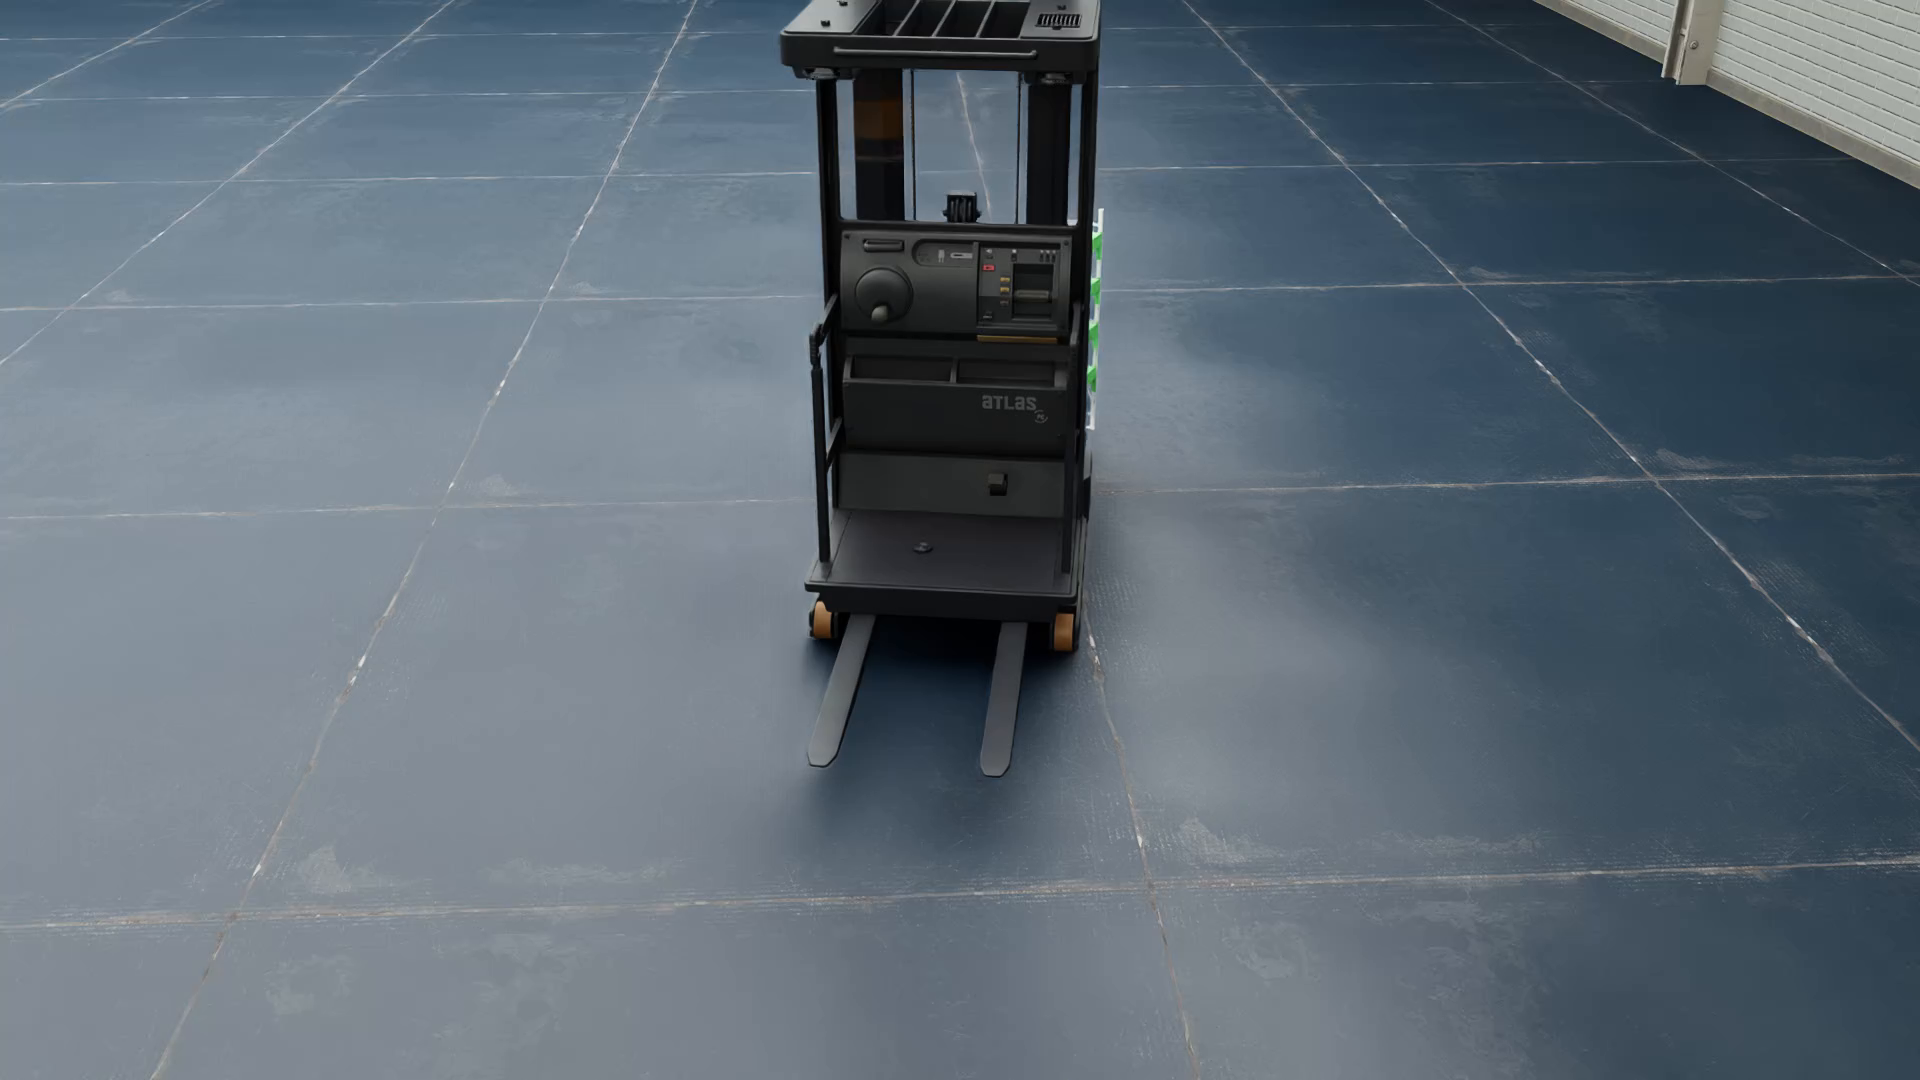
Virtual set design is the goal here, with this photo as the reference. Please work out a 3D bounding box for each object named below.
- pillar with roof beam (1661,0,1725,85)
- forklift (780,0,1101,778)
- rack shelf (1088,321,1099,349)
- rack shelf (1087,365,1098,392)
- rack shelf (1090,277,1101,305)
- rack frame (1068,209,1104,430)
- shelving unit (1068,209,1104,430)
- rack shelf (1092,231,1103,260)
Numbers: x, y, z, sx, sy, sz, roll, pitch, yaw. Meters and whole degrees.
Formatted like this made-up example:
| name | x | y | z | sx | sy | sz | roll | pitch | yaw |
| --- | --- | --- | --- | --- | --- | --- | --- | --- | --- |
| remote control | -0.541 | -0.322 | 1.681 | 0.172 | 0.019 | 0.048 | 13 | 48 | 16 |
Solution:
| name | x | y | z | sx | sy | sz | roll | pitch | yaw |
| --- | --- | --- | --- | --- | --- | --- | --- | --- | --- |
| pillar with roof beam | 2.885 | -8.444 | 14.210 | 9.100 | 9.000 | 0.400 | -1 | 28 | -3 |
| forklift | -0.037 | -1.002 | 6.501 | 1.130 | 2.935 | 3.031 | 3 | 28 | 5 |
| rack shelf | 0.495 | -0.994 | 8.497 | 0.258 | 0.148 | 0.480 | 14 | 31 | 25 |
| rack shelf | 0.495 | -0.782 | 8.608 | 0.258 | 0.148 | 0.480 | 14 | 31 | 25 |
| rack shelf | 0.495 | -1.207 | 8.386 | 0.258 | 0.148 | 0.480 | 14 | 31 | 25 |
| rack frame | 0.612 | -1.150 | 8.658 | 0.240 | 1.200 | 0.015 | 14 | 31 | 25 |
| shelving unit | 0.495 | -1.051 | 8.468 | 0.258 | 1.200 | 0.503 | 14 | 31 | 25 |
| rack shelf | 0.495 | -1.420 | 8.275 | 0.258 | 0.148 | 0.480 | 14 | 31 | 25 |
